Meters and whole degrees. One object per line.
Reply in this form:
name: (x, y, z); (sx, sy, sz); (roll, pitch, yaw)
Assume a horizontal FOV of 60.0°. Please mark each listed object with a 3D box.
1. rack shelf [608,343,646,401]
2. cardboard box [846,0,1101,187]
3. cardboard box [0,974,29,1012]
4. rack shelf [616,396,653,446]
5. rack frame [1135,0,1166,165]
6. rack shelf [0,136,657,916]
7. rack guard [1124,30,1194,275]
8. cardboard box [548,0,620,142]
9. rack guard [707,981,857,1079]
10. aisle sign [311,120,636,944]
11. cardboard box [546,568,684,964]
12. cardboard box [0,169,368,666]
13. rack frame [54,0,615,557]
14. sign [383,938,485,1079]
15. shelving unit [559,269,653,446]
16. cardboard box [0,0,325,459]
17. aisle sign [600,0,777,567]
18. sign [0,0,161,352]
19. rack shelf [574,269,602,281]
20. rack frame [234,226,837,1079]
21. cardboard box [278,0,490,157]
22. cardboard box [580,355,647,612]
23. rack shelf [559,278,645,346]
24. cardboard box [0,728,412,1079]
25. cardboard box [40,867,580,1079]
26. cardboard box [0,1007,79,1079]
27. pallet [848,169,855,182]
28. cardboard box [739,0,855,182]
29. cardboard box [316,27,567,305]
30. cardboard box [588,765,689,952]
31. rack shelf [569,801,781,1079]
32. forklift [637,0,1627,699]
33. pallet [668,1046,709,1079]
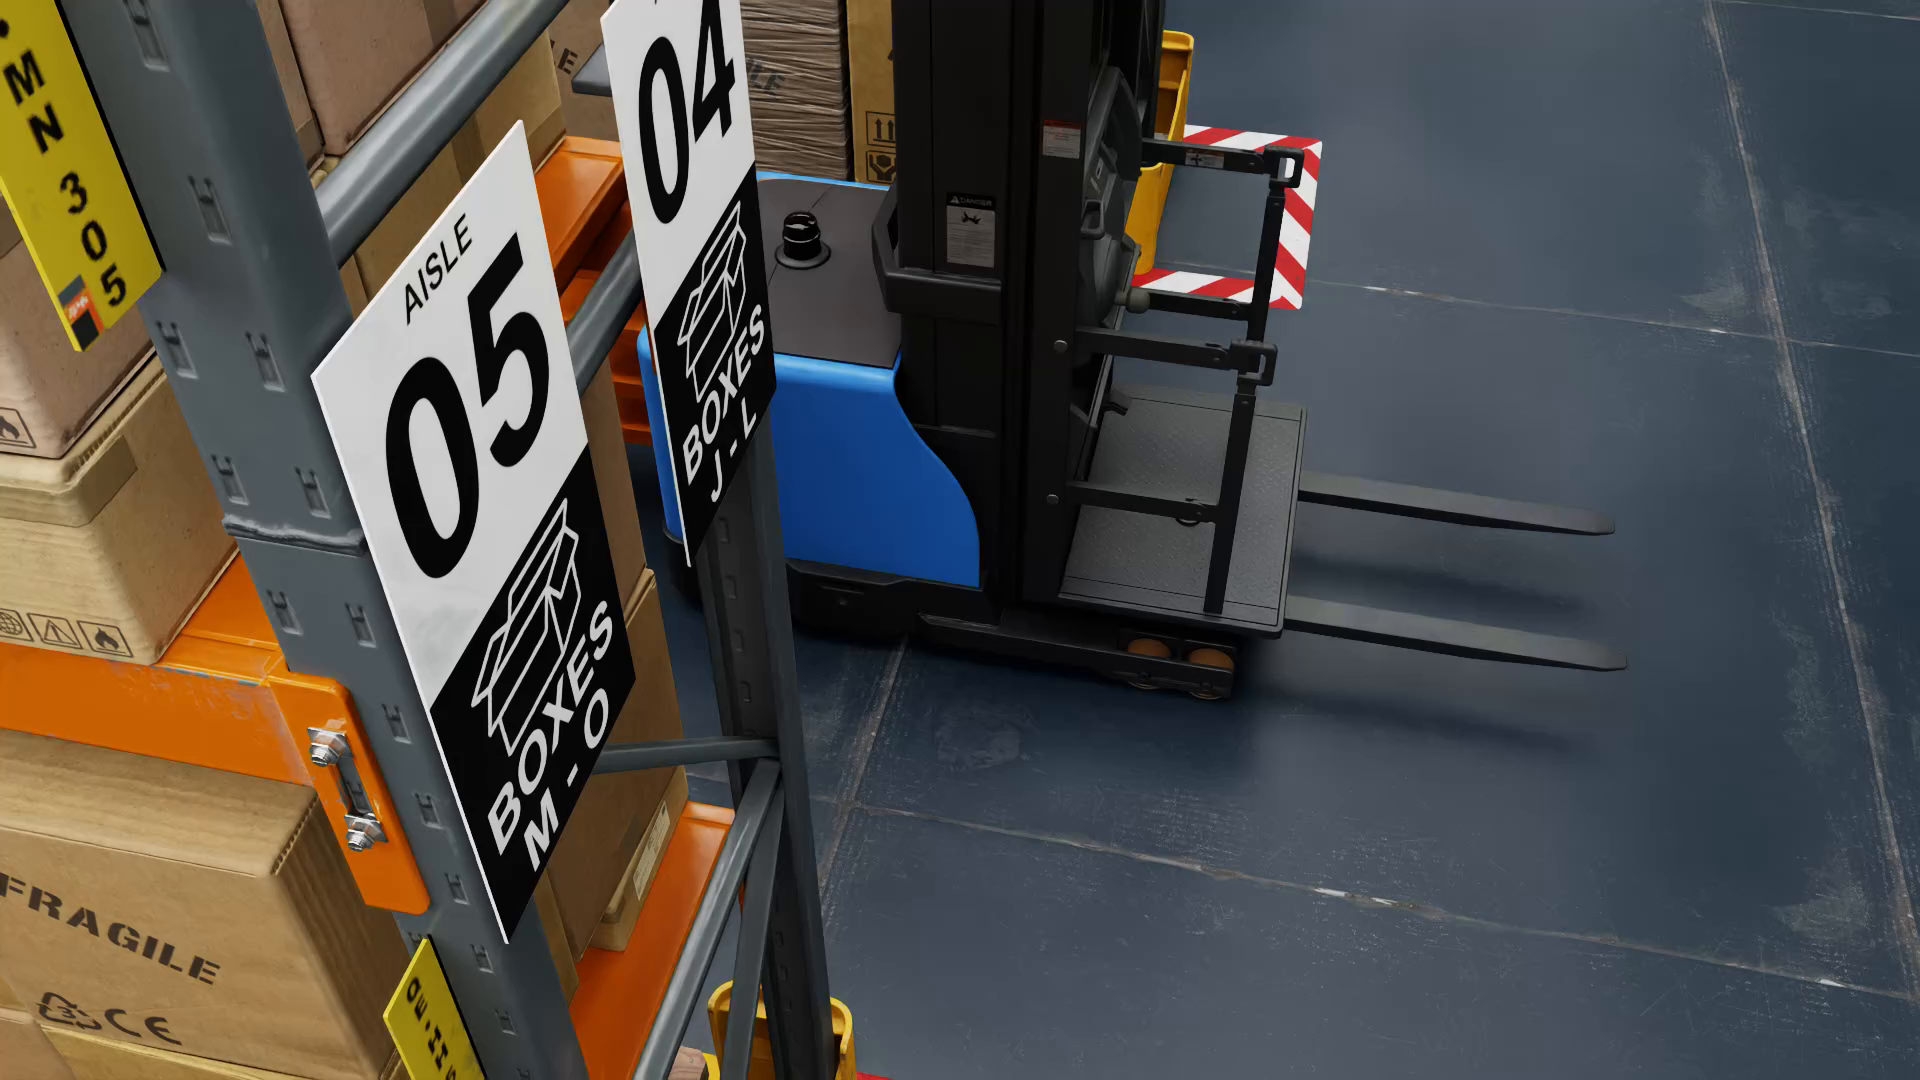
rack shelf: (-1.129, -0.558, 5.561); (0.480, 0.148, 0.258); (9, 45, 9)
cardboard box: (0.081, -2.022, 6.917); (0.875, 0.875, 0.875); (9, 45, 9)
cardboard box: (-1.454, 0.266, 2.303); (0.500, 0.500, 0.500); (7, 44, 8)
rack shelf: (-1.129, -0.415, 5.699); (0.480, 0.148, 0.258); (9, 45, 9)
rack frame: (0.723, -2.594, 6.282); (0.127, 3.000, 1.000); (9, 45, 9)
rack shelf: (-2.411, -0.377, 2.334); (4.000, 0.370, 1.077); (9, 45, 9)
rack guard: (0.746, -1.690, 7.145); (0.348, 0.500, 1.175); (9, 45, 9)
cardboard box: (-1.676, -2.295, 7.201); (0.875, 0.875, 0.875); (9, 45, 9)
rack guard: (-0.533, 1.637, 3.689); (0.348, 0.500, 1.175); (9, 45, 9)
aisle sign: (-0.453, 0.025, 1.686); (0.004, 0.787, 0.394); (9, 45, 9)
cardboard box: (-0.837, 0.349, 2.937); (0.500, 0.500, 0.500); (11, 45, 11)
cardboard box: (-0.961, -0.169, 1.708); (0.500, 0.250, 0.500); (8, 44, 8)
rack frame: (-0.459, -1.414, 0.730); (0.127, 3.000, 1.000); (9, 45, 9)
sign: (-0.600, 0.589, 1.912); (0.005, 0.325, 0.100); (9, 45, 9)
shelving unit: (-1.129, -0.606, 5.515); (0.503, 1.200, 0.258); (9, 45, 9)
cardboard box: (-0.964, -0.357, 1.542); (0.500, 0.250, 0.500); (8, 44, 8)
aisle sign: (-0.322, -0.381, 2.108); (0.004, 0.787, 0.394); (9, 45, 9)
sign: (-0.600, -0.280, 1.076); (0.005, 0.325, 0.100); (9, 45, 9)
rack shelf: (-1.129, -0.889, 5.242); (0.480, 0.148, 0.258); (9, 45, 9)
rack frame: (-0.459, 0.748, 2.810); (0.127, 3.000, 1.000); (9, 45, 9)
cardboard box: (-0.840, -0.703, 1.902); (0.500, 0.250, 0.500); (9, 45, 10)
cardboard box: (-0.839, -0.004, 2.583); (0.500, 0.500, 0.500); (9, 45, 9)
rack shelf: (-1.129, -0.719, 5.406); (0.480, 0.148, 0.258); (9, 45, 9)
cardboard box: (-0.960, 0.343, 2.223); (0.500, 0.500, 0.500); (8, 44, 8)
cardboard box: (-0.954, 0.710, 2.562); (0.500, 0.500, 0.500); (10, 45, 10)
cardboard box: (-1.455, 0.629, 2.647); (0.500, 0.500, 0.500); (8, 45, 8)
pallet: (-0.075, -1.657, 7.320); (1.213, 0.211, 1.003); (9, 45, 9)
cardboard box: (-0.807, -2.160, 7.061); (0.875, 0.875, 0.875); (9, 45, 9)
cardboard box: (-0.841, -0.520, 2.072); (0.500, 0.250, 0.500); (10, 45, 11)
cardboard box: (-0.704, 0.567, 3.179); (0.250, 0.149, 0.380); (8, 45, 9)
rack shelf: (-2.411, 0.704, 3.374); (4.000, 0.370, 1.077); (9, 45, 9)
forklift: (0.611, -0.962, 4.636); (3.031, 2.935, 1.130); (9, 45, 9)
pallet: (-1.318, 1.594, 3.942); (1.213, 0.211, 1.003); (9, 45, 9)
